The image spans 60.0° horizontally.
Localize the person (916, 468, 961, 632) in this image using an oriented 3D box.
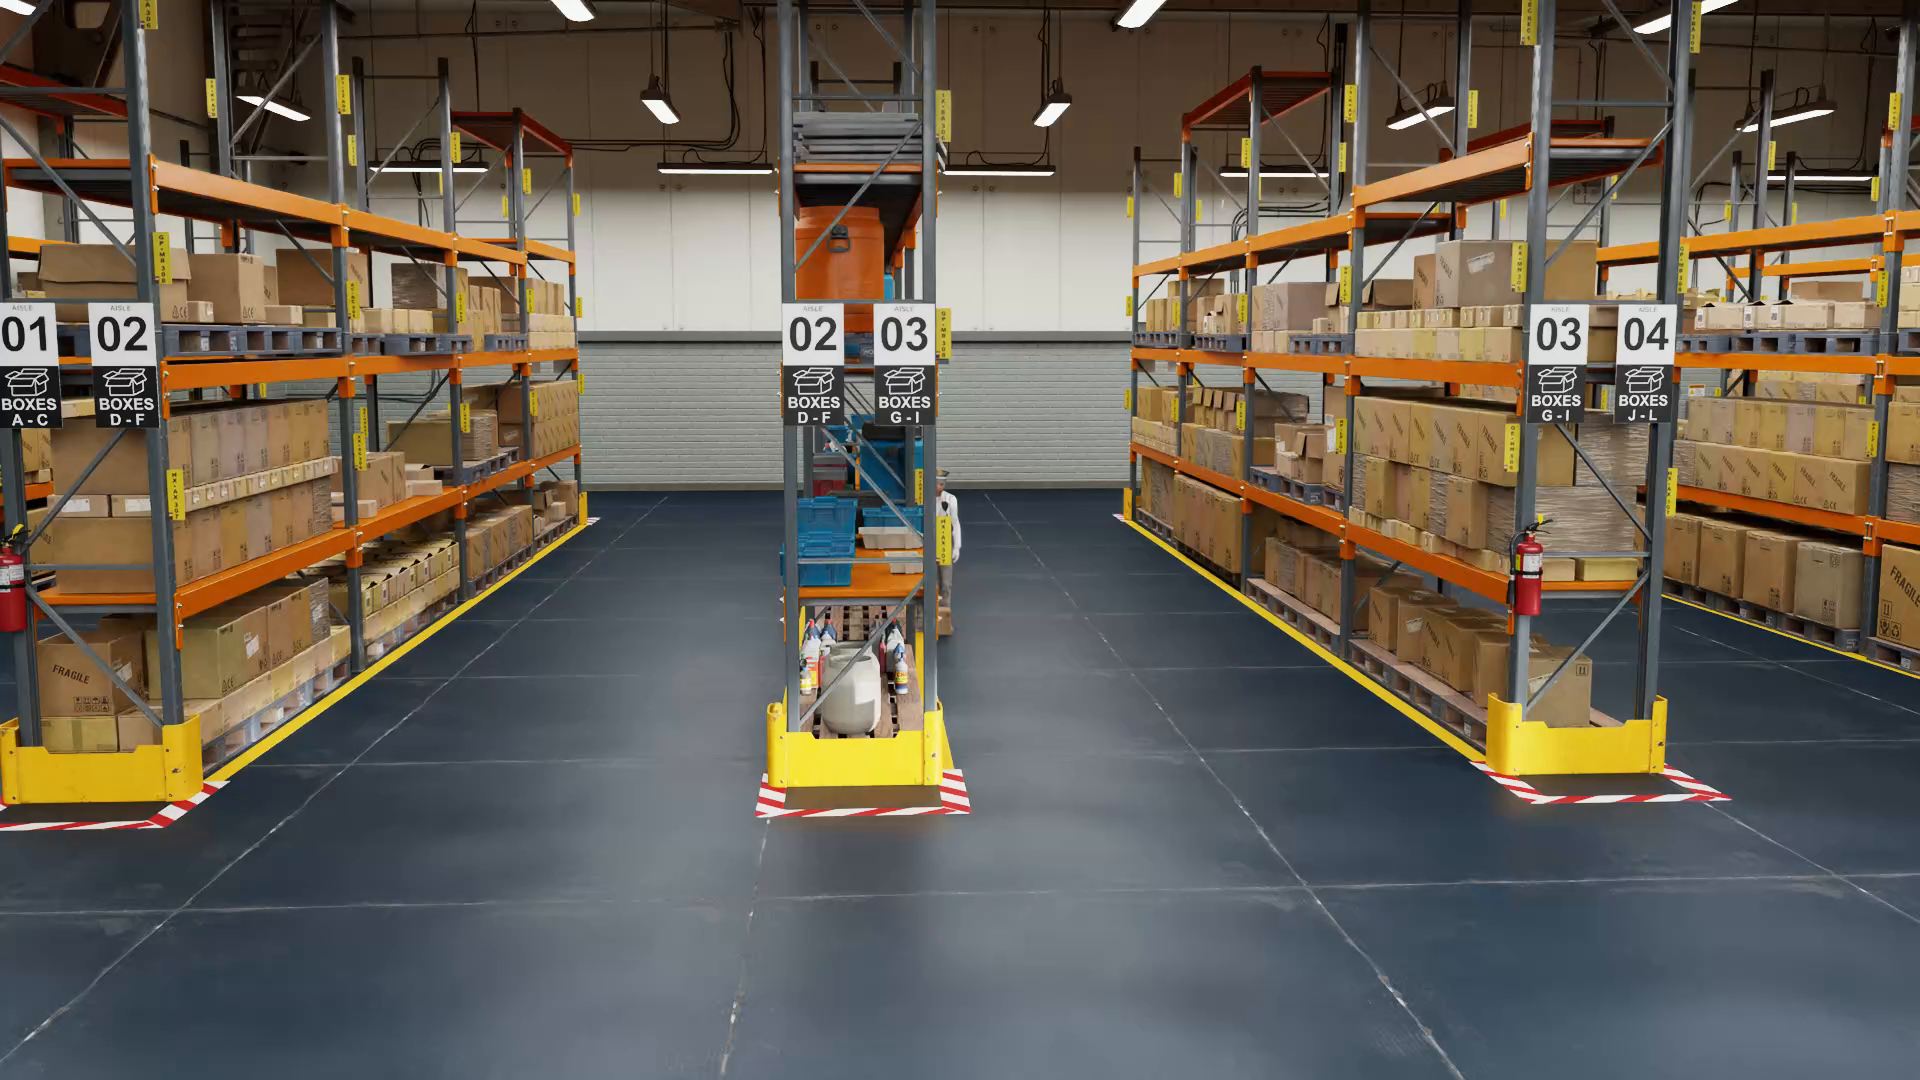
[{"bbox_3d":[-0.248,0.094,16.973,0.525,1.662,0.374,-1,7,-6],"label":"person"}]
